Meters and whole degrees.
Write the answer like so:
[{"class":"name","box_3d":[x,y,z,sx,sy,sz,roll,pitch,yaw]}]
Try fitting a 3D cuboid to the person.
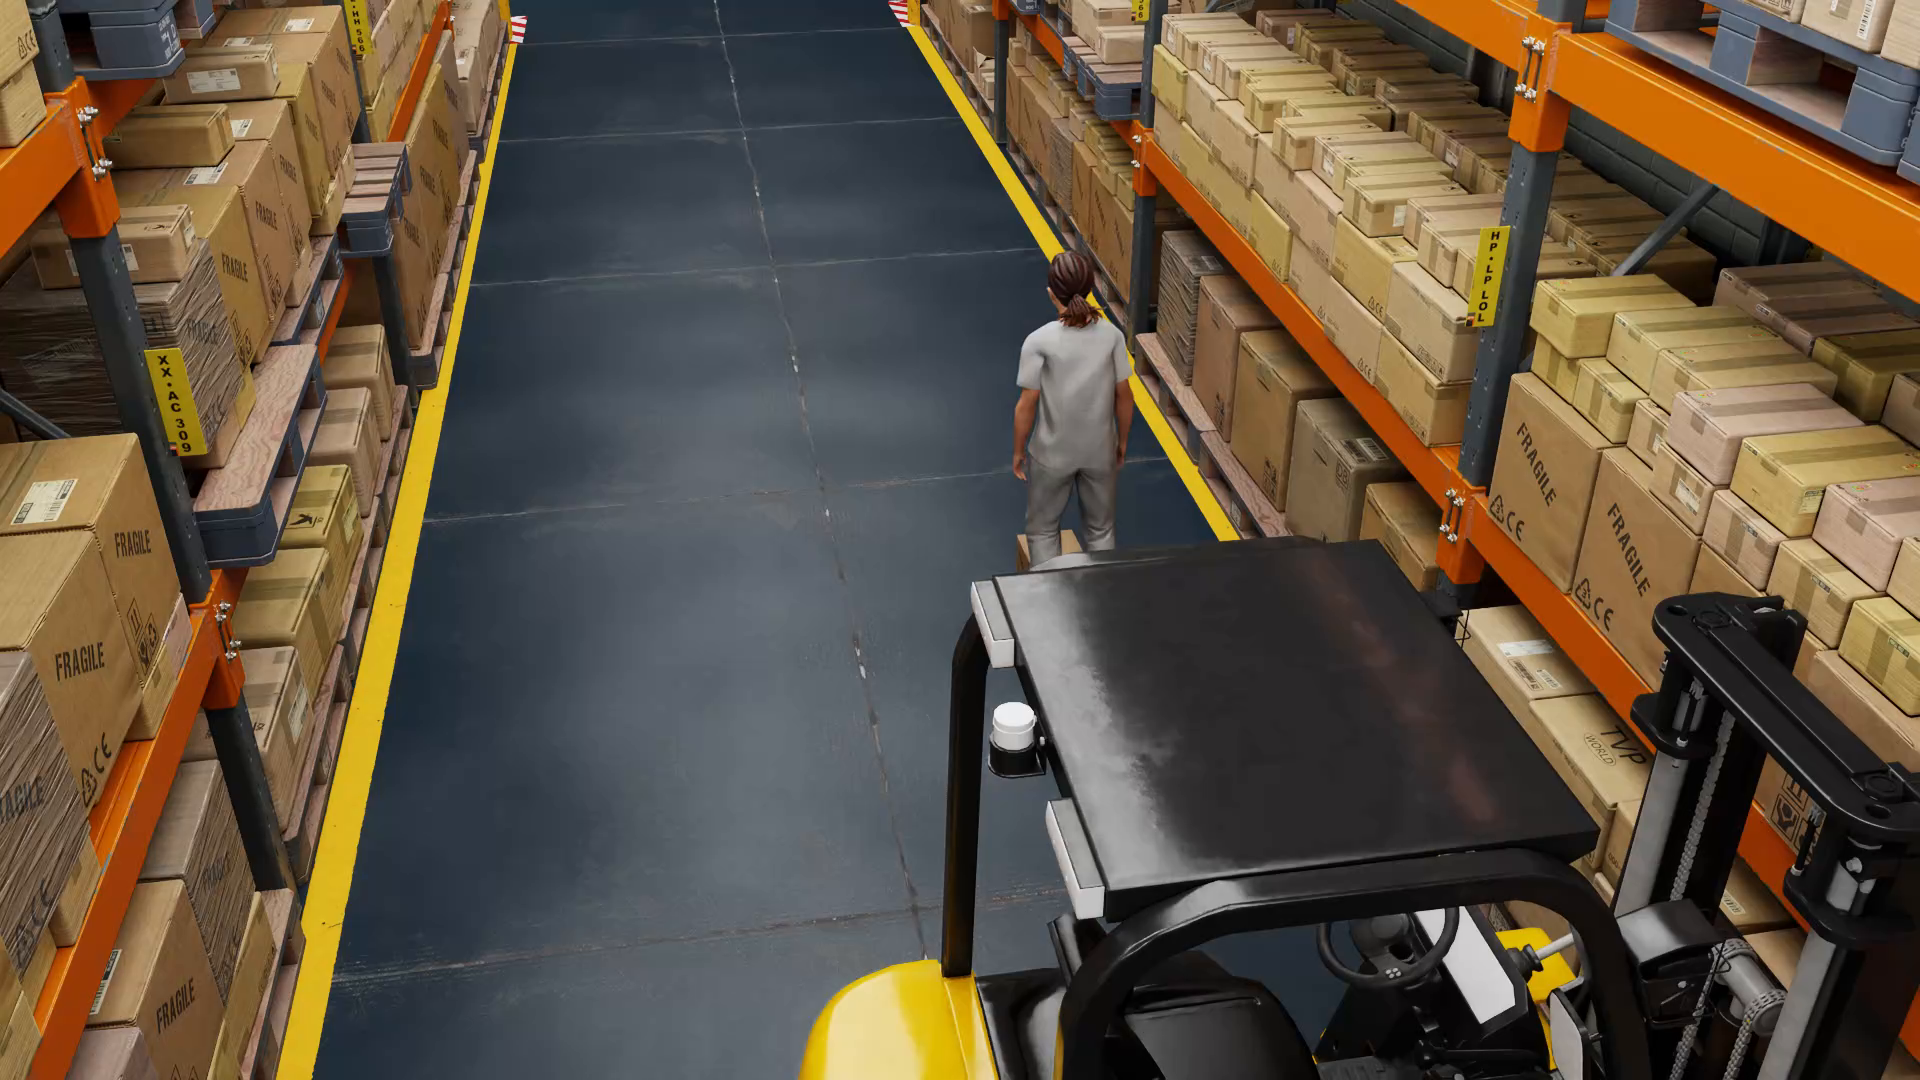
[{"class":"person","box_3d":[0.452,-0.353,6.726,0.493,1.673,0.353,-6,31,-9]}]
